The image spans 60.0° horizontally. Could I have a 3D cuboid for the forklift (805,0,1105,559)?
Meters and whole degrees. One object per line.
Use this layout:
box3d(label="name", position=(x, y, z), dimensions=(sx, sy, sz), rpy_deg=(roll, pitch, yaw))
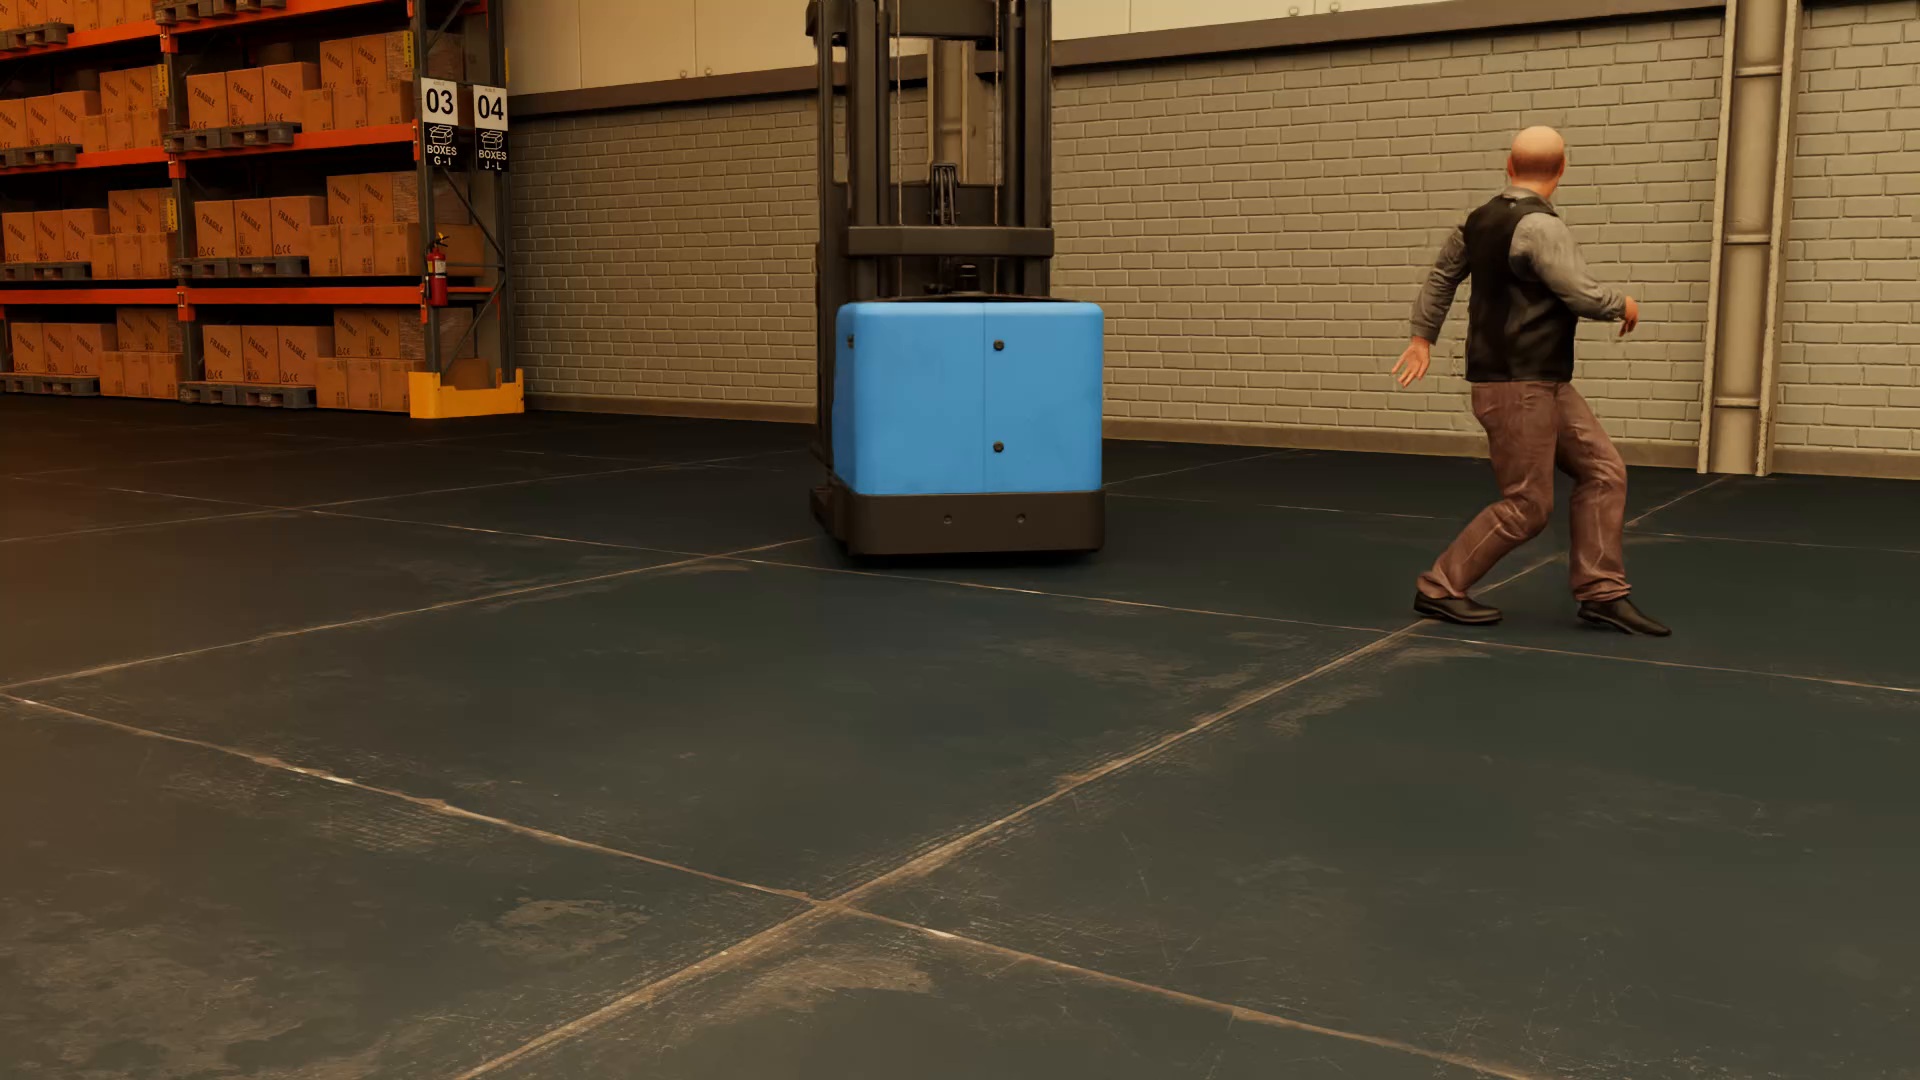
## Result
box3d(label="forklift", position=(-0.159, -1.540, 8.023), dimensions=(1.130, 2.935, 3.031), rpy_deg=(-1, 8, -10))

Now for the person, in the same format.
box3d(label="person", position=(1.897, -0.520, 5.514), dimensions=(0.938, 1.668, 0.556), rpy_deg=(3, 9, 19))
